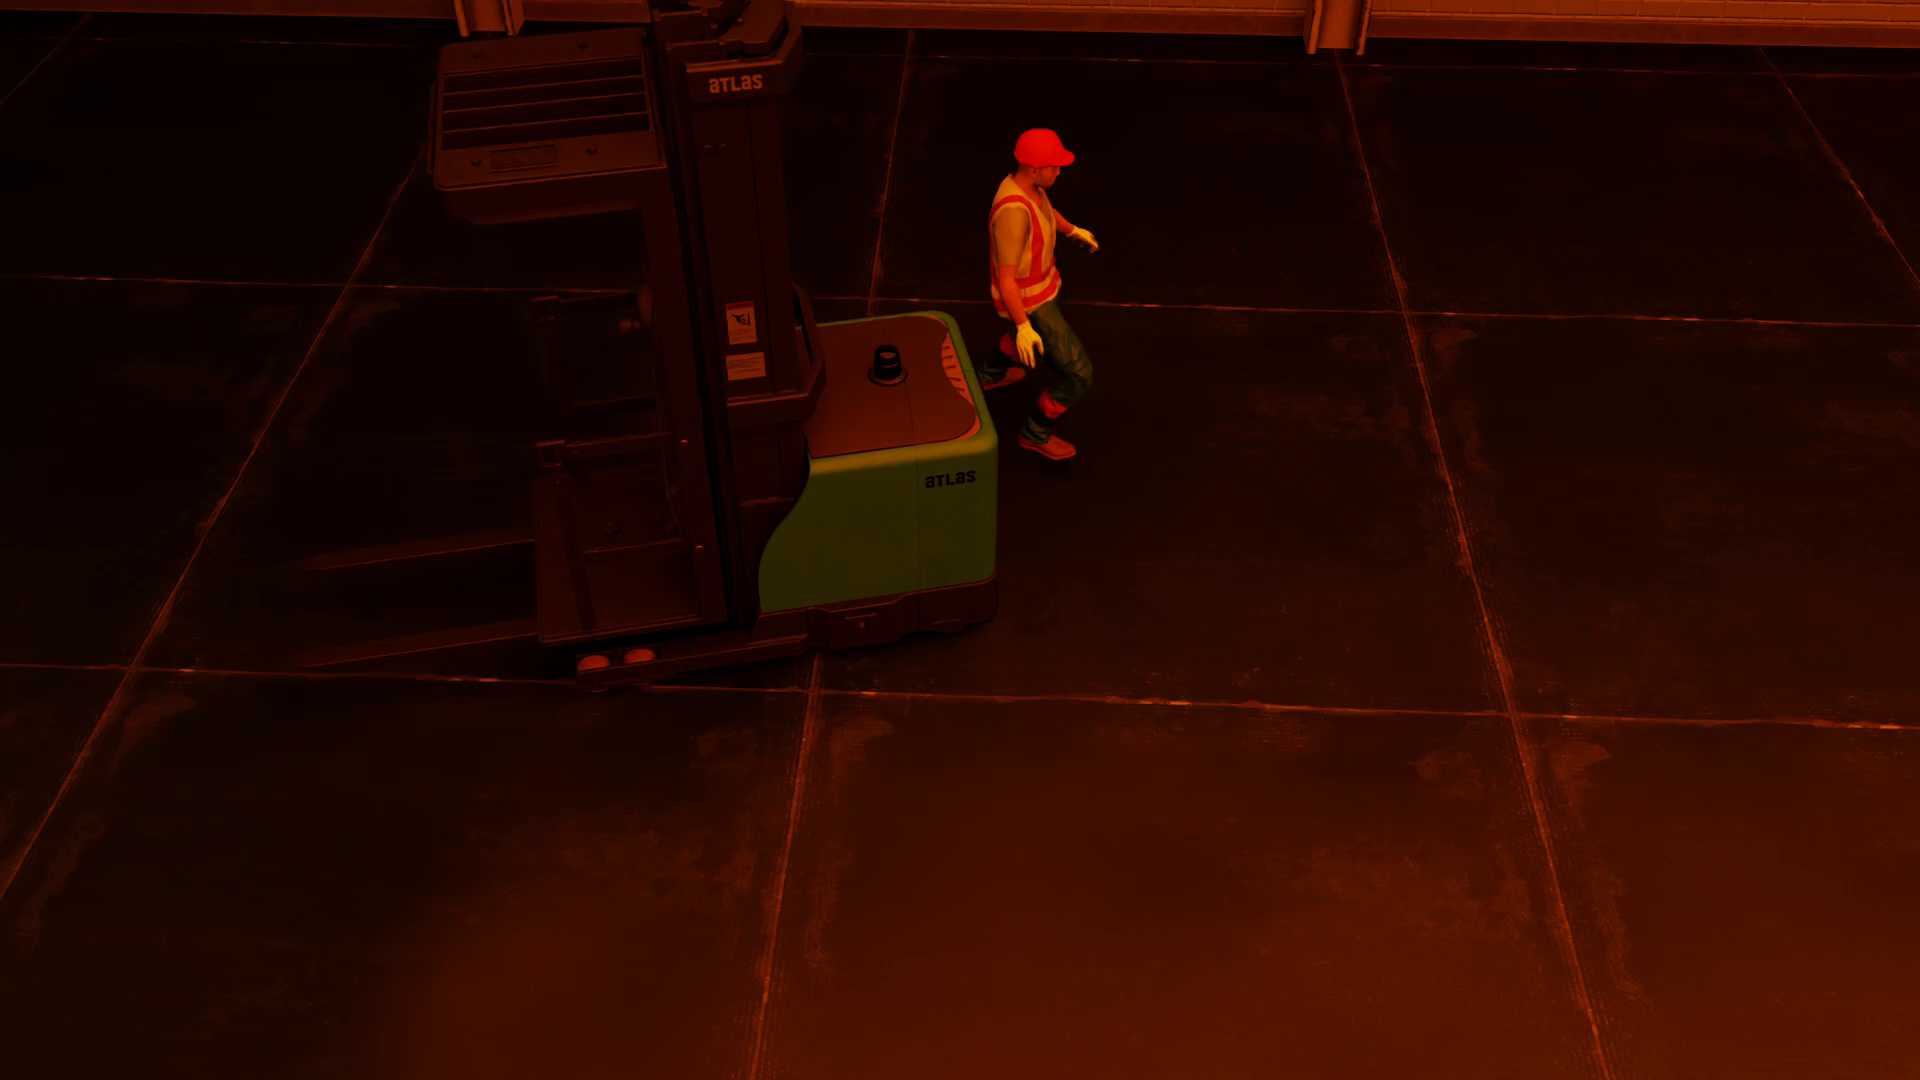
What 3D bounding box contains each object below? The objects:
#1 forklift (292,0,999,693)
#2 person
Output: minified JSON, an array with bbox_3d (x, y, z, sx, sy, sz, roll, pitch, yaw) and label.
[{"bbox_3d":[-1.399,-0.814,6.634,3.031,2.935,1.130,-8,43,-9],"label":"forklift"},{"bbox_3d":[0.370,-1.233,8.069,0.680,1.649,0.994,8,43,9],"label":"person"}]
